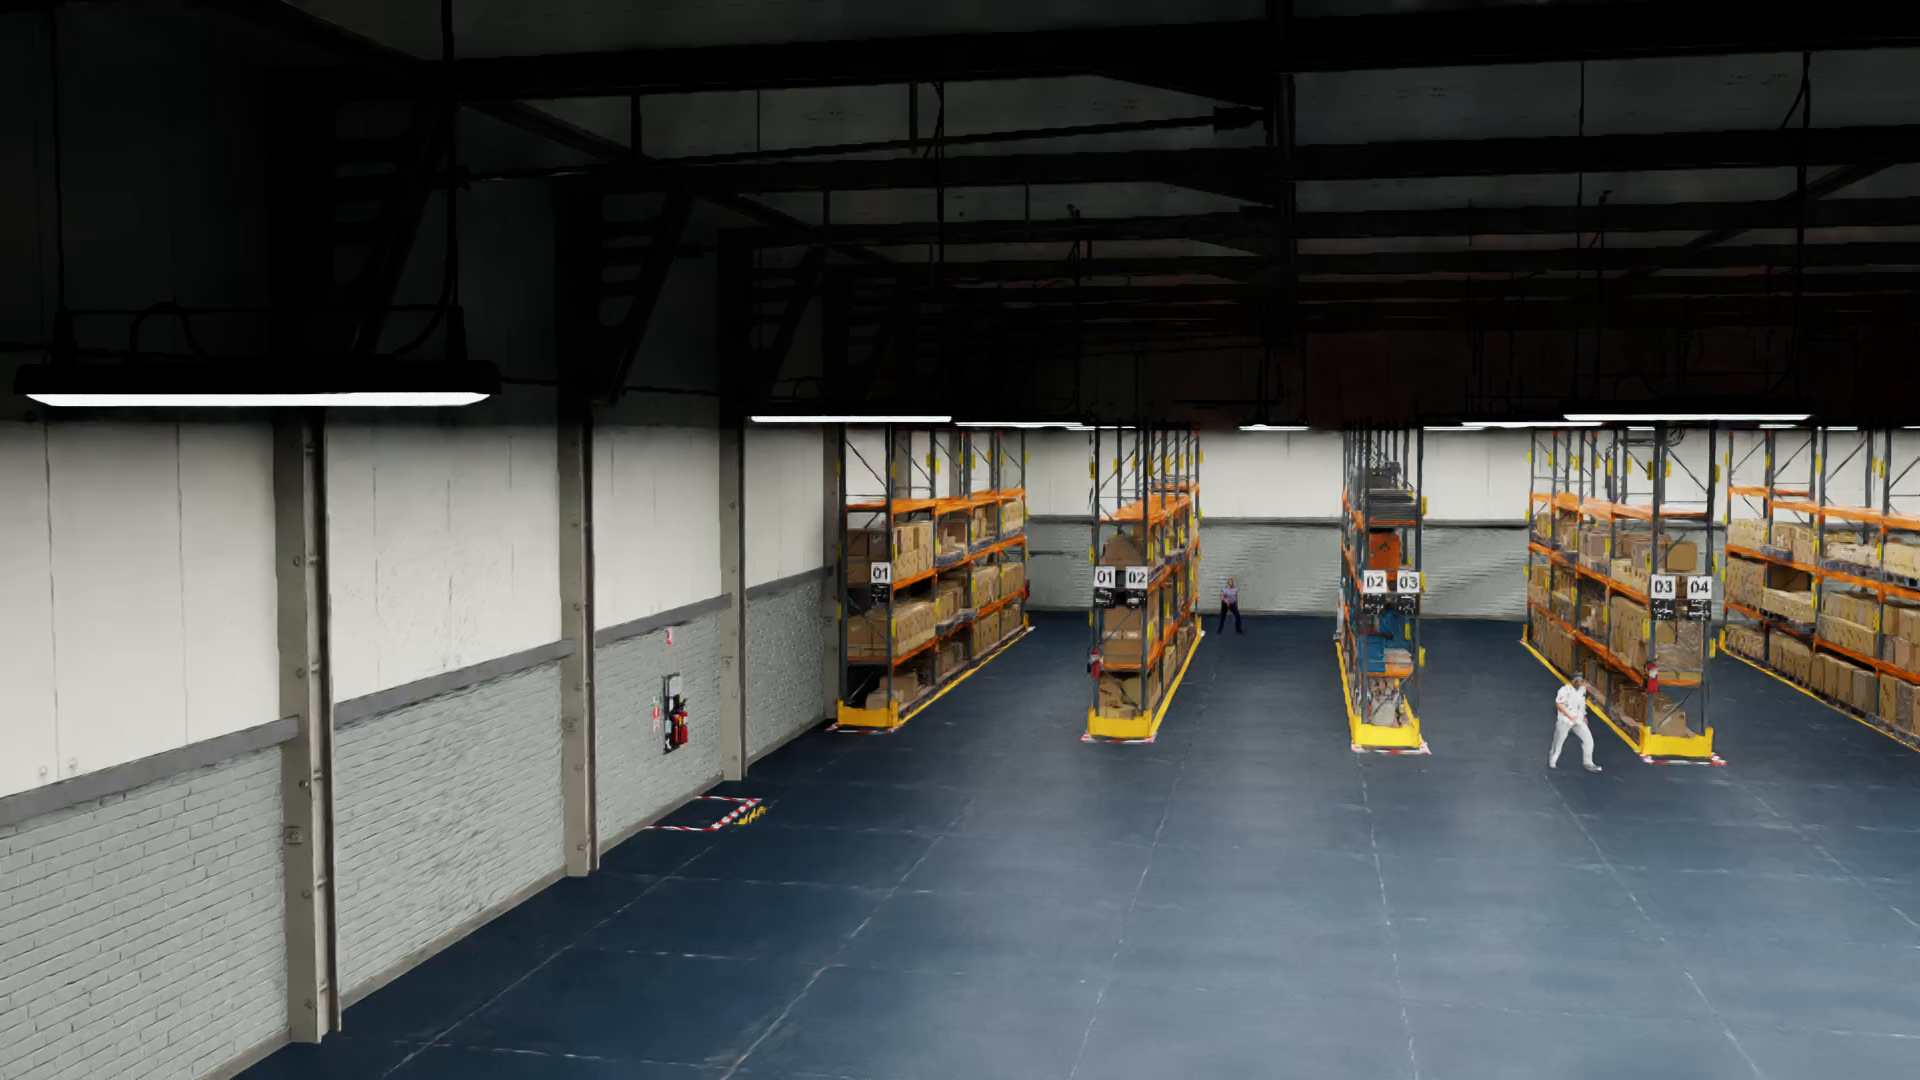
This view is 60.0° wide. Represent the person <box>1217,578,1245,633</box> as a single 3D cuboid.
[{"bbox_3d":[7.707,1.859,47.423,0.664,1.572,0.793,-1,4,-9],"label":"person"}]

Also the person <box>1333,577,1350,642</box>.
[{"bbox_3d":[10.481,1.873,45.051,0.594,1.753,0.991,2,4,33],"label":"person"}]

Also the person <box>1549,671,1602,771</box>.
[{"bbox_3d":[10.383,3.044,28.183,0.697,1.683,0.833,0,4,-7],"label":"person"}]
